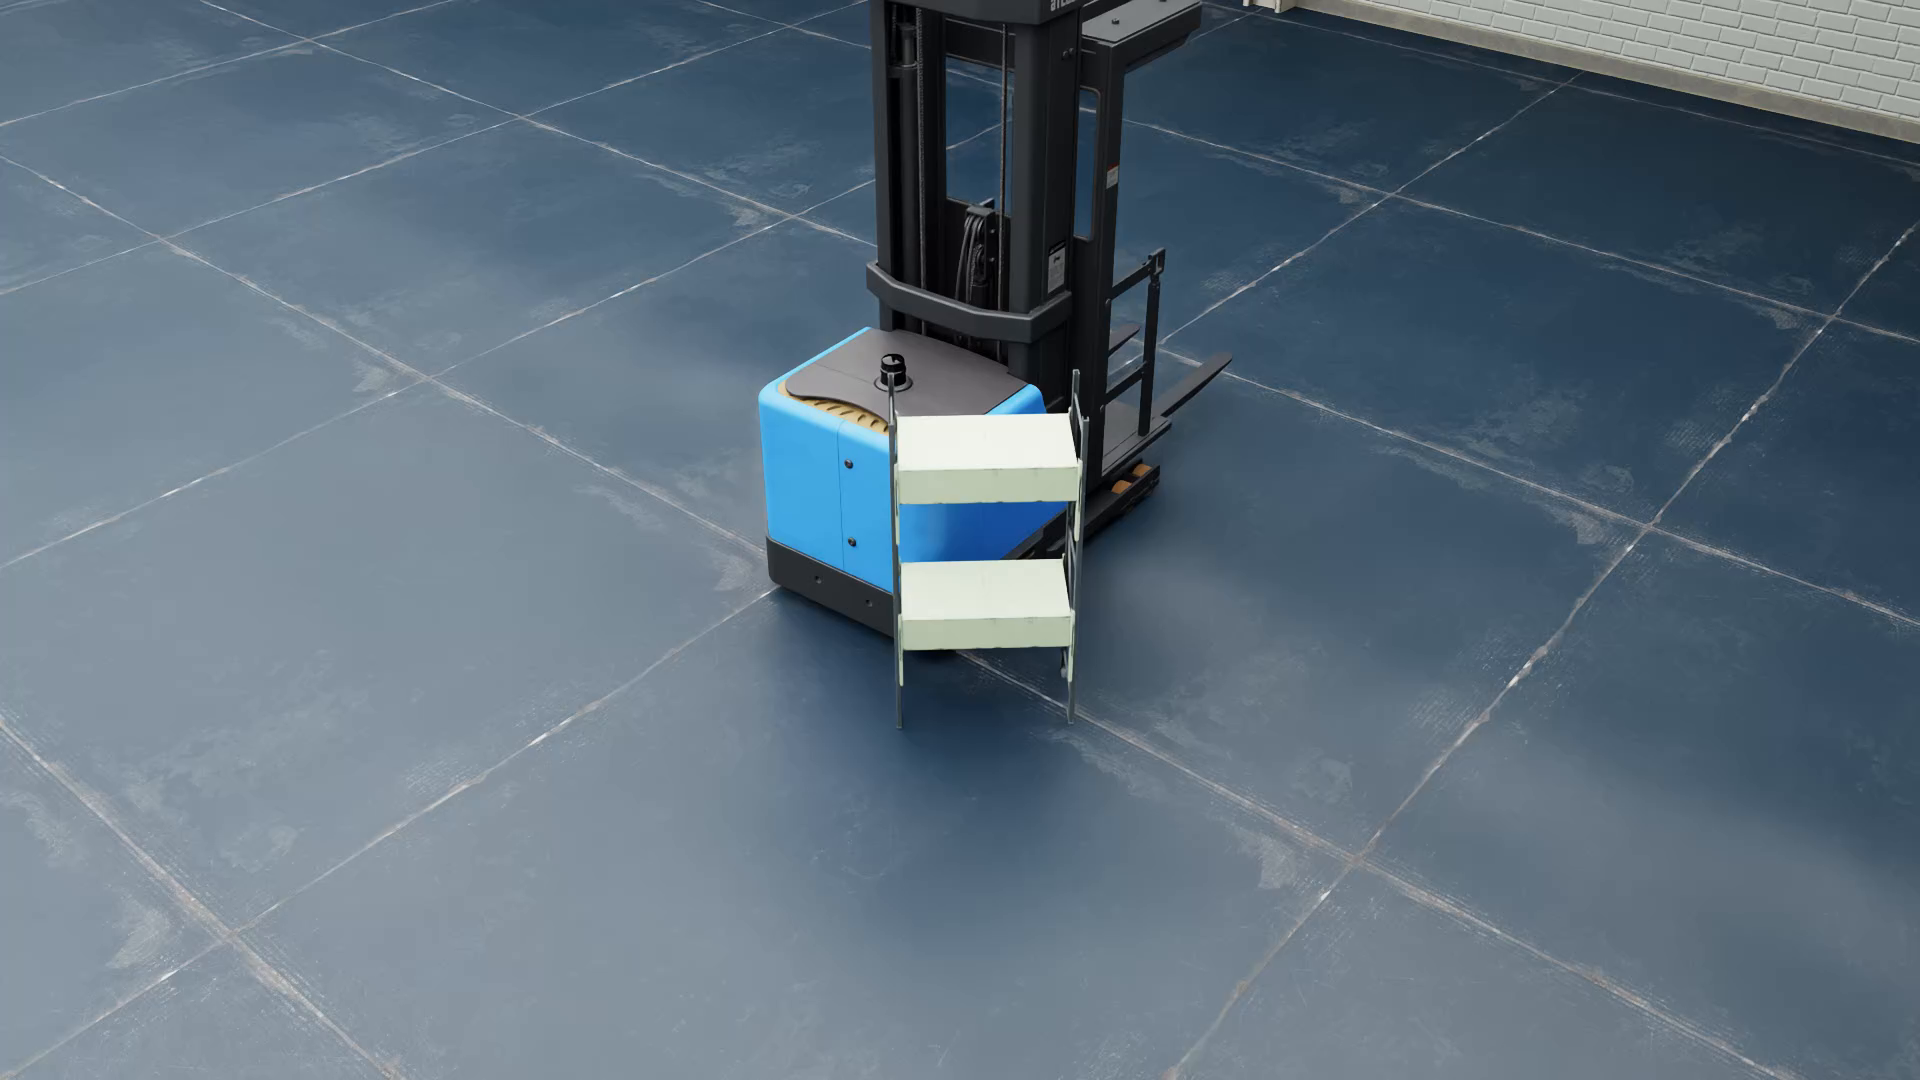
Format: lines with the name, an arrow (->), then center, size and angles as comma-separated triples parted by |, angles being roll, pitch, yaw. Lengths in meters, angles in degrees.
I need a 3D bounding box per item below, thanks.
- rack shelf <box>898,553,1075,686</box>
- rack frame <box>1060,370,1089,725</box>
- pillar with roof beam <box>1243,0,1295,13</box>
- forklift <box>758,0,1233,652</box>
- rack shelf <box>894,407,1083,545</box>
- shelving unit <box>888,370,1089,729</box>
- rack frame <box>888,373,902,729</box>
rack shelf -> 0.101, 0.334, 7.015 | 0.720, 0.370, 0.431 | -1, 35, -2
rack frame -> 0.466, 0.057, 6.842 | 0.023, 1.500, 0.400 | -1, 35, -2
pillar with roof beam -> 0.135, -6.826, 10.241 | 0.400, 9.000, 9.100 | 25, 42, 32
forklift -> 0.373, -1.493, 7.835 | 1.130, 2.935, 3.031 | 23, 41, 29
rack shelf -> 0.101, -0.257, 6.610 | 0.720, 0.370, 0.431 | -1, 35, -2
shelving unit -> 0.101, 0.065, 6.830 | 0.755, 1.500, 0.431 | -1, 35, -2
rack frame -> -0.265, 0.073, 6.819 | 0.023, 1.500, 0.400 | -1, 35, -2
